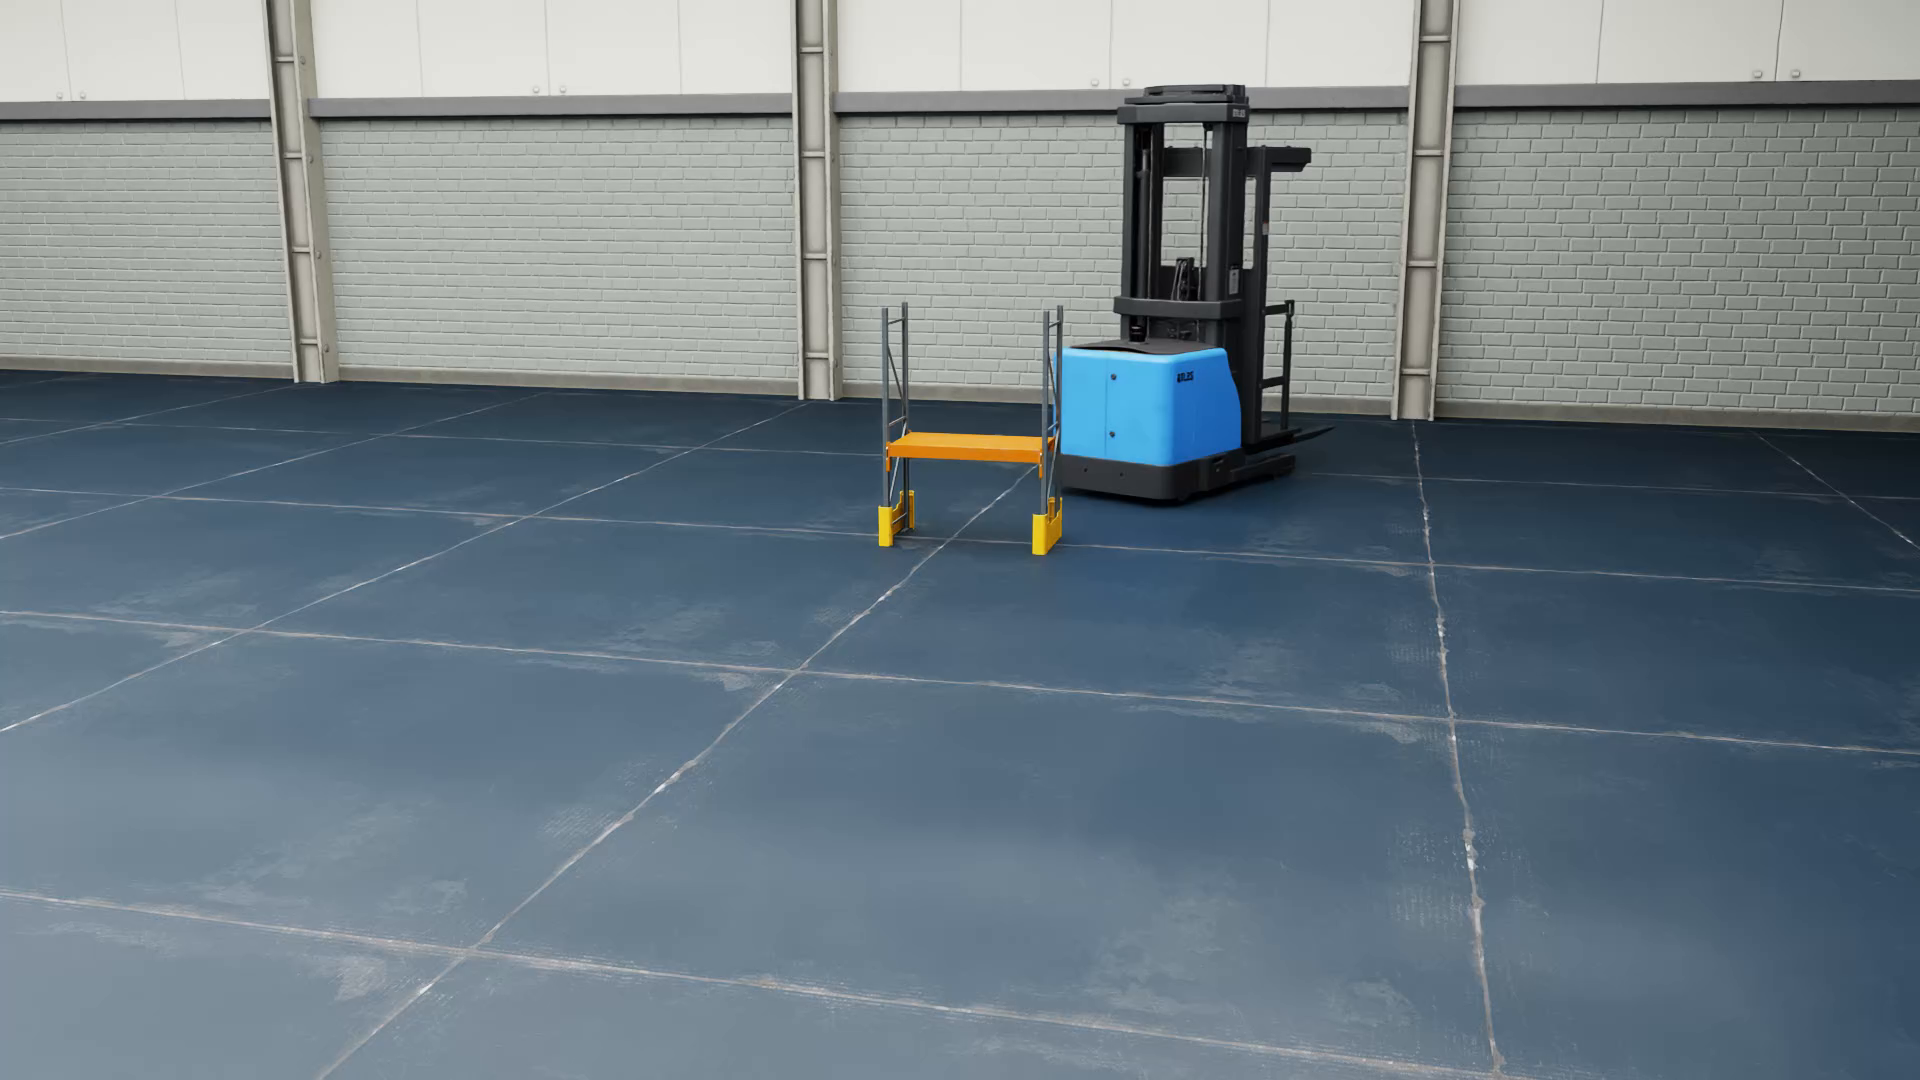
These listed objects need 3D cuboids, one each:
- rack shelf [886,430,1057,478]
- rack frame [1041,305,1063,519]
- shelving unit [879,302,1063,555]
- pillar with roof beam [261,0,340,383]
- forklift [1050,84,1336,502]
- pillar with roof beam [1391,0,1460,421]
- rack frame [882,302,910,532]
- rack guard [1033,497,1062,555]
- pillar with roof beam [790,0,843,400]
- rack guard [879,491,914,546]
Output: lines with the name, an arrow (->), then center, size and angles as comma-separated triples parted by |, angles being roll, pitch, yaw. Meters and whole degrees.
rack shelf -> 0.083, -0.552, 10.590 | 1.000, 0.185, 0.538 | 3, 13, 14
rack frame -> 0.576, -0.701, 10.432 | 0.032, 1.500, 0.500 | 3, 13, 14
shelving unit -> 0.074, -0.728, 10.553 | 1.083, 1.500, 0.587 | 3, 13, 14
pillar with roof beam -> -8.316, -5.290, 13.802 | 0.400, 9.000, 9.100 | 3, 13, 14
forklift -> 1.974, -1.962, 12.810 | 1.130, 2.935, 3.031 | 10, 16, 37
pillar with roof beam -> 3.334, -4.668, 10.996 | 0.400, 9.000, 9.100 | 3, 13, 14
rack frame -> -0.411, -0.754, 10.670 | 0.032, 1.500, 0.500 | 3, 13, 14
rack guard -> 0.558, -0.092, 10.572 | 0.087, 0.250, 0.587 | 3, 13, 14
pillar with roof beam -> -2.491, -4.979, 12.399 | 0.400, 9.000, 9.100 | 3, 13, 14
rack guard -> -0.409, -0.144, 10.805 | 0.087, 0.250, 0.587 | 3, 13, 14
